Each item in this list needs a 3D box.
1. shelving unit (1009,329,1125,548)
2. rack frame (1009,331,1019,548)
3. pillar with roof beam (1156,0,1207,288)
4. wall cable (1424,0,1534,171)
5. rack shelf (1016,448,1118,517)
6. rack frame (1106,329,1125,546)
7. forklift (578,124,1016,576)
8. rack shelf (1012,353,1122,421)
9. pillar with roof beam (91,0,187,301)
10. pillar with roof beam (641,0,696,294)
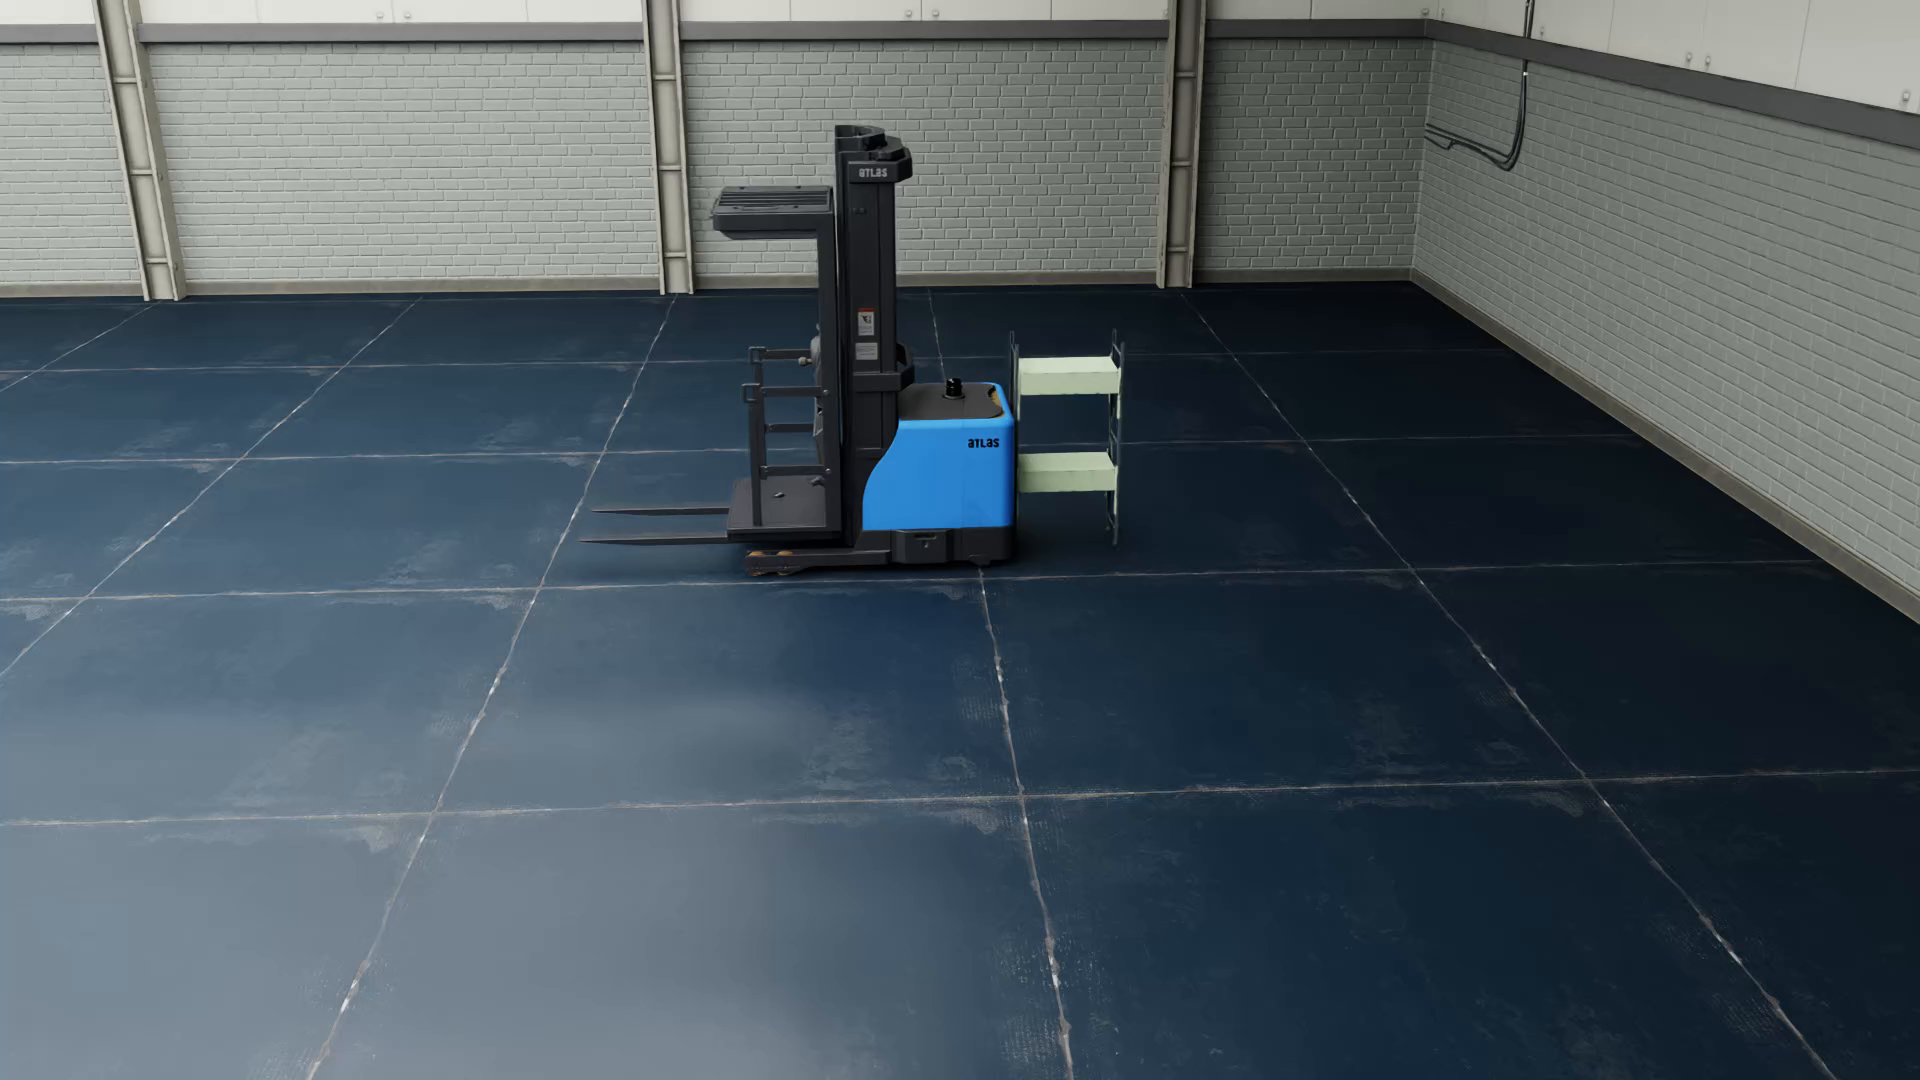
[{"bbox_3d":[0.747,-0.721,11.906,0.755,1.500,0.431,-1,21,-4],"label":"shelving unit"},{"bbox_3d":[0.382,-0.711,11.881,0.023,1.500,0.400,-1,21,-4],"label":"rack frame"},{"bbox_3d":[2.854,-5.783,14.663,0.400,9.000,9.100,-1,21,-3],"label":"pillar with roof beam"},{"bbox_3d":[5.625,-5.451,18.155,0.112,2.526,3.097,-1,21,-3],"label":"wall cable"},{"bbox_3d":[0.747,-0.416,12.022,0.720,0.370,0.431,-1,21,-4],"label":"rack shelf"},{"bbox_3d":[1.112,-0.730,11.931,0.023,1.500,0.400,-1,21,-4],"label":"rack frame"},{"bbox_3d":[-1.155,-1.316,11.459,3.031,2.935,1.130,-1,21,-4],"label":"forklift"},{"bbox_3d":[0.747,-1.085,11.767,0.720,0.370,0.431,-1,21,-4],"label":"rack shelf"},{"bbox_3d":[-9.126,-5.539,14.023,0.400,9.000,9.100,-1,21,-3],"label":"pillar with roof beam"},{"bbox_3d":[-3.136,-5.661,14.343,0.400,9.000,9.100,-1,21,-3],"label":"pillar with roof beam"}]
